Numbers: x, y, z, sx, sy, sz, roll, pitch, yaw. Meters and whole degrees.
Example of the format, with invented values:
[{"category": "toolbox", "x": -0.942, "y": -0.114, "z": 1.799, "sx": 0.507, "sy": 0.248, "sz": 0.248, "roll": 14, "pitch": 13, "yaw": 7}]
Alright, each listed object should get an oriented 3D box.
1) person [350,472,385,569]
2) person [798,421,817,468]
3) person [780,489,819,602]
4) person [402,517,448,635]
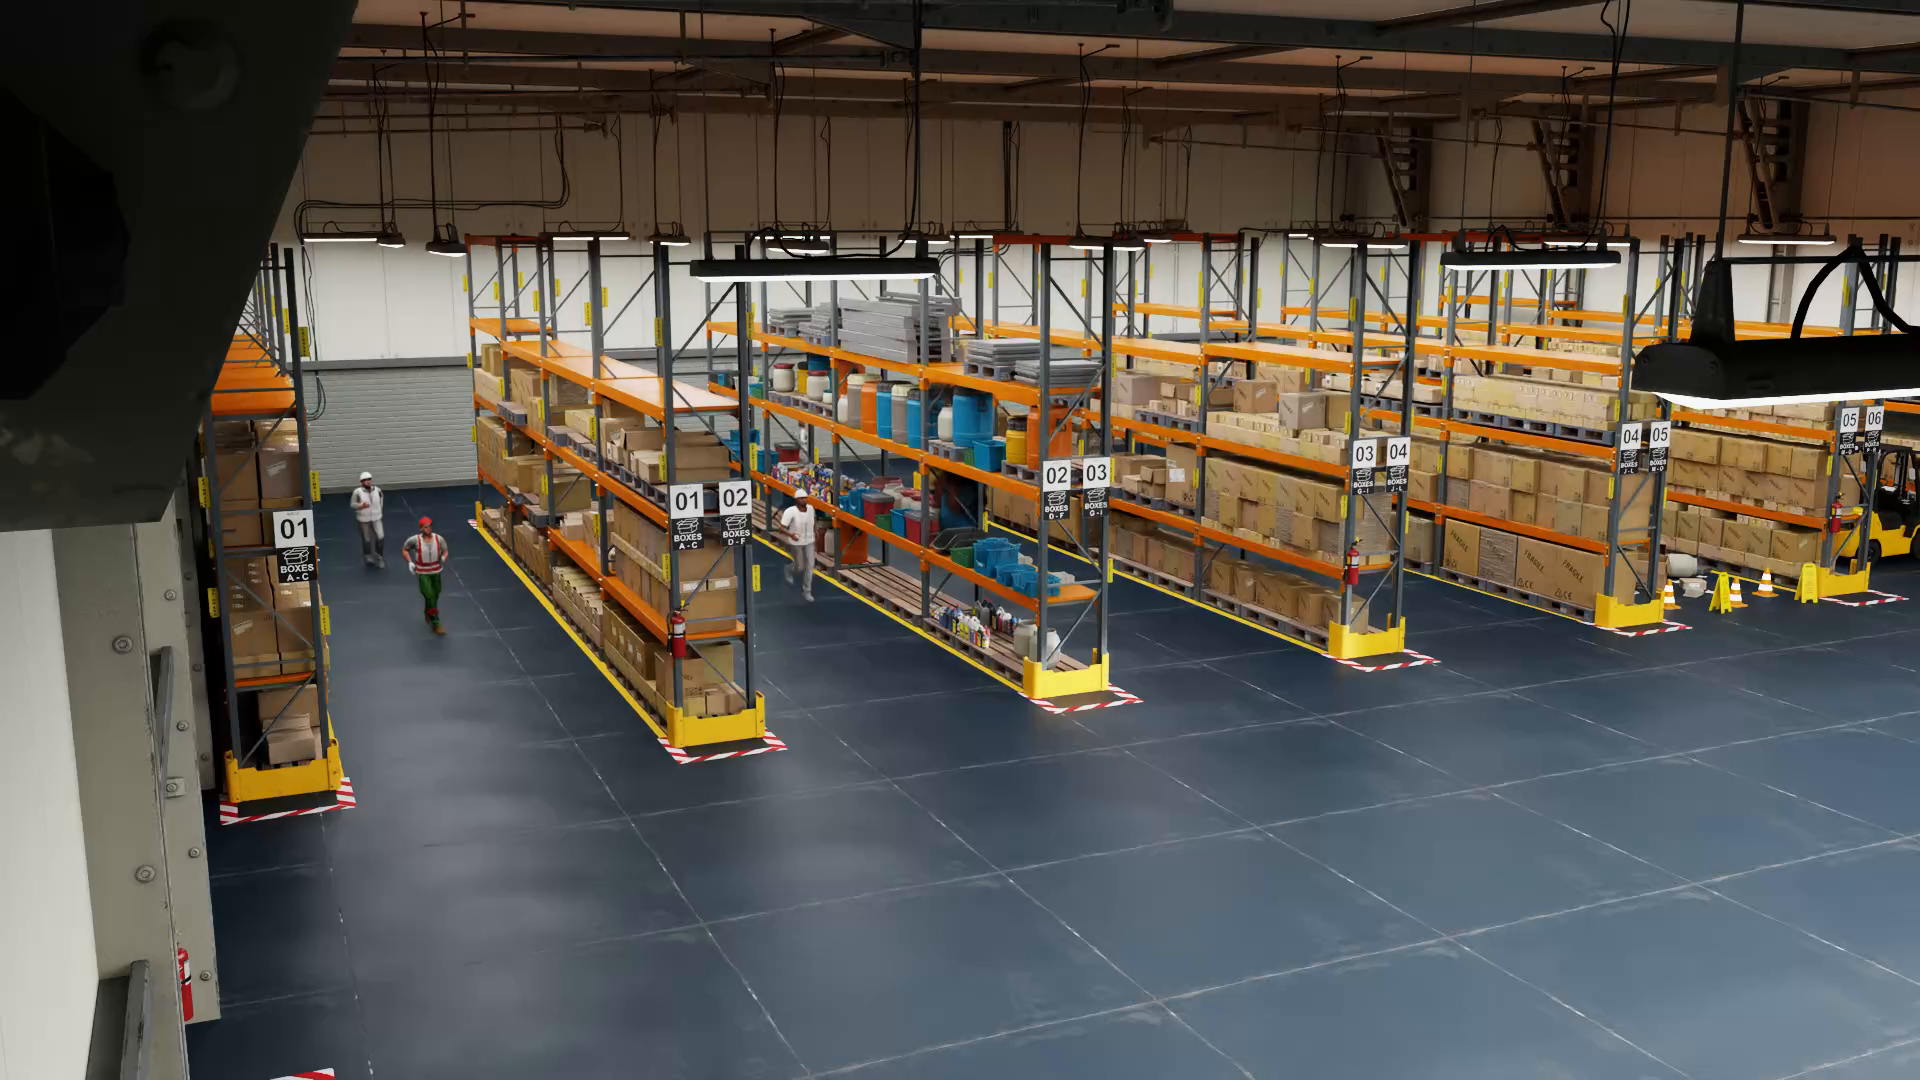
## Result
[{"category": "person", "x": -10.815, "y": -0.358, "z": 30.413, "sx": 0.638, "sy": 1.802, "sz": 0.789, "roll": -6, "pitch": 13, "yaw": -29}, {"category": "person", "x": -3.789, "y": -2.152, "z": 40.126, "sx": 0.739, "sy": 1.568, "sz": 0.549, "roll": -1, "pitch": 11, "yaw": -3}, {"category": "person", "x": -2.581, "y": 0.056, "z": 26.854, "sx": 0.693, "sy": 1.782, "sz": 0.824, "roll": -7, "pitch": 13, "yaw": -32}, {"category": "person", "x": -8.230, "y": 0.516, "z": 25.727, "sx": 0.663, "sy": 1.787, "sz": 0.902, "roll": -8, "pitch": 13, "yaw": -34}]
